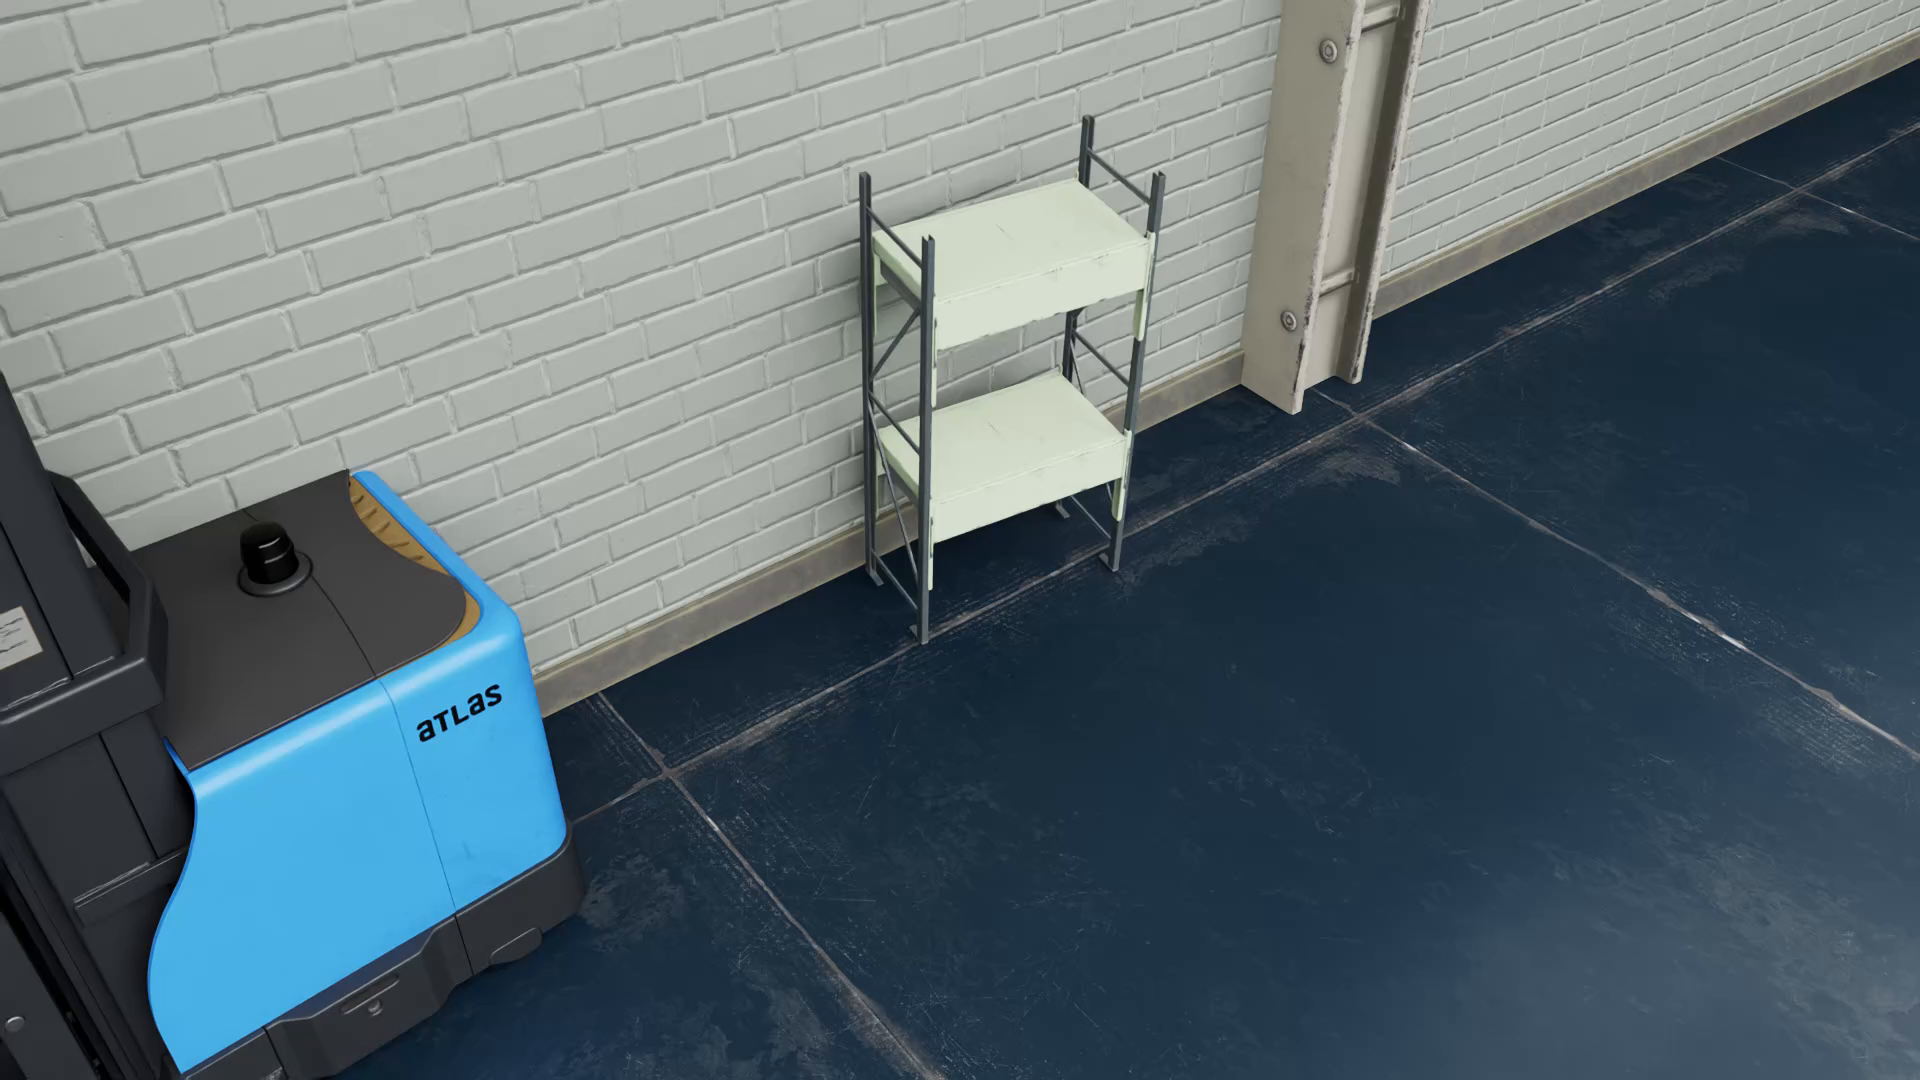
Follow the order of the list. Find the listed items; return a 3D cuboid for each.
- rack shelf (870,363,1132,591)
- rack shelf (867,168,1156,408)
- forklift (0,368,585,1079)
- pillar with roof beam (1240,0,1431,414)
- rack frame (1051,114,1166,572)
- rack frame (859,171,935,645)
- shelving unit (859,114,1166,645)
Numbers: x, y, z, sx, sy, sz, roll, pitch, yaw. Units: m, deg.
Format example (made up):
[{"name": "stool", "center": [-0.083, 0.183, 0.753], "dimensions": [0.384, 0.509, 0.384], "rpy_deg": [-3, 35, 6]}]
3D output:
[{"name": "rack shelf", "center": [0.120, -0.213, 5.322], "dimensions": [0.720, 0.370, 0.431], "rpy_deg": [-20, 46, -22]}, {"name": "rack shelf", "center": [0.138, -0.745, 4.842], "dimensions": [0.720, 0.370, 0.431], "rpy_deg": [-20, 46, -22]}, {"name": "forklift", "center": [-2.448, 0.268, 3.112], "dimensions": [3.031, 2.935, 1.130], "rpy_deg": [-29, 48, -31]}, {"name": "pillar with roof beam", "center": [3.949, -1.944, 1.024], "dimensions": [0.400, 9.000, 9.100], "rpy_deg": [-26, 46, -28]}, {"name": "rack frame", "center": [0.447, -0.569, 5.242], "dimensions": [0.023, 1.500, 0.400], "rpy_deg": [-20, 46, -22]}, {"name": "rack frame", "center": [-0.191, -0.341, 4.965], "dimensions": [0.023, 1.500, 0.400], "rpy_deg": [-20, 46, -22]}, {"name": "shelving unit", "center": [0.128, -0.455, 5.104], "dimensions": [0.755, 1.500, 0.431], "rpy_deg": [-20, 46, -22]}]
